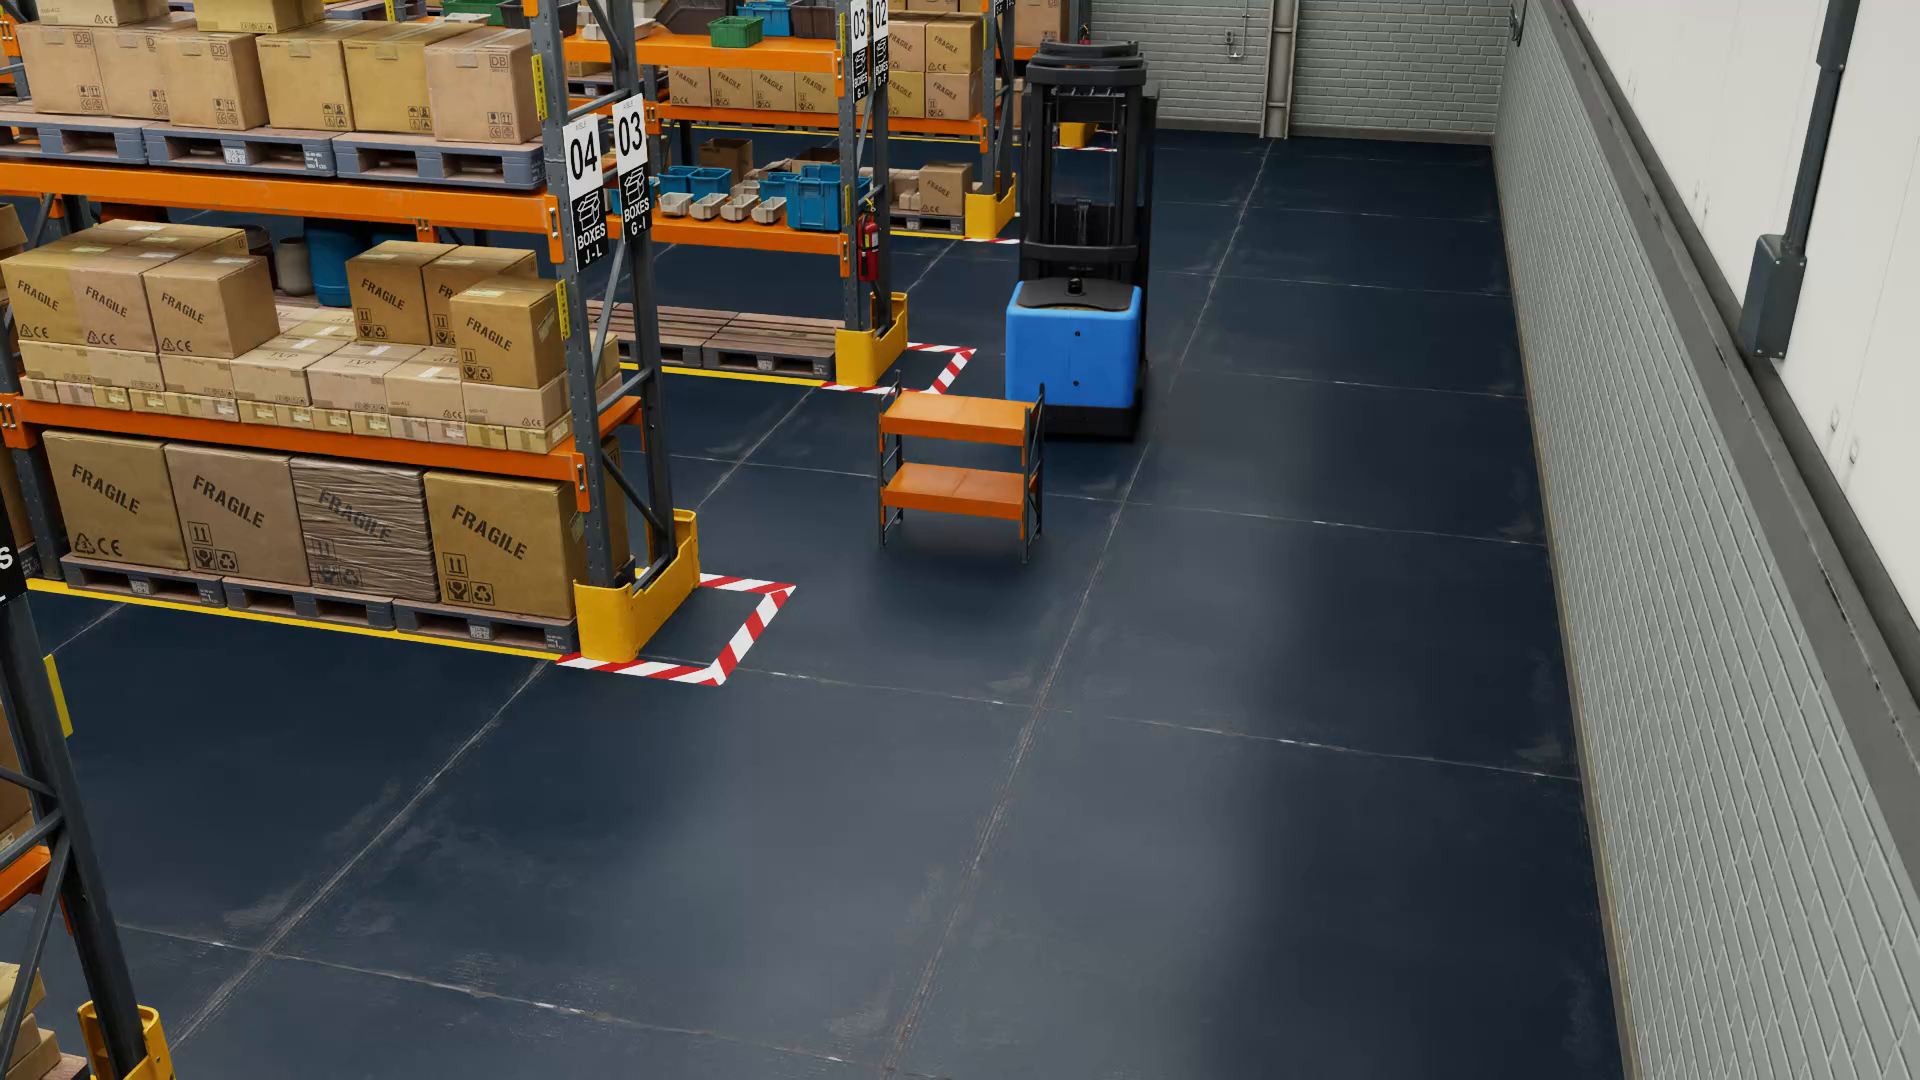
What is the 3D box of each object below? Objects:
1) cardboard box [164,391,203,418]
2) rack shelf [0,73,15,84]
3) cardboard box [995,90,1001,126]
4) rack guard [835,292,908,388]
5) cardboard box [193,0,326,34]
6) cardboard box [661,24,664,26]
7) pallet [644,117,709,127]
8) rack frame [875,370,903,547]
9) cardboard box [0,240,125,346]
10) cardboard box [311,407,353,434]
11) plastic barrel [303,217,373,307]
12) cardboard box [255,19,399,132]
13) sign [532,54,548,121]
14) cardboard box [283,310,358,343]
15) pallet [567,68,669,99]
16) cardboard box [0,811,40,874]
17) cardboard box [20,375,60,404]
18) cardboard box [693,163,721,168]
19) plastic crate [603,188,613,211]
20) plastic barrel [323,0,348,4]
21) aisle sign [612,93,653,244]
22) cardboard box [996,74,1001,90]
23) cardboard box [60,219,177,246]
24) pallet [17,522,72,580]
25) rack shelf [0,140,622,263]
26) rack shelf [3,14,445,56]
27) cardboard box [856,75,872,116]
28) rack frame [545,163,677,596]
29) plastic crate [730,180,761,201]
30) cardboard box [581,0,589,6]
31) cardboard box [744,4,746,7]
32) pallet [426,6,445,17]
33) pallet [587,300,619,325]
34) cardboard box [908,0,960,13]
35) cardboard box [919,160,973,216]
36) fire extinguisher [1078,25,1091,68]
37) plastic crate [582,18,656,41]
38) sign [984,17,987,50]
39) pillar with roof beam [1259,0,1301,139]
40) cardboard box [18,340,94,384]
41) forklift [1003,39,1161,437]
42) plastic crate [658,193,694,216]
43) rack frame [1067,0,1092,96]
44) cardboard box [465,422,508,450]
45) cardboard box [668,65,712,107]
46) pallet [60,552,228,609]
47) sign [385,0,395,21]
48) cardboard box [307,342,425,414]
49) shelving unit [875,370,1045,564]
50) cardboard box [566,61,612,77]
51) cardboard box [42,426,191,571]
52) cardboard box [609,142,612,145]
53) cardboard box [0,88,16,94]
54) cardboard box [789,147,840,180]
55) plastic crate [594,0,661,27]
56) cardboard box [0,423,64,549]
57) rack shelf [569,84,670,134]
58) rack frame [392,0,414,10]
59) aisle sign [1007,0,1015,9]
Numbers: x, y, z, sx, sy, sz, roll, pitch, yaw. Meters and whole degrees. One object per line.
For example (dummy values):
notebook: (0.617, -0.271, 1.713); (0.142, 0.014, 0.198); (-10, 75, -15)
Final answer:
cardboard box: (-4.698, -0.899, 10.322); (0.250, 0.149, 0.380); (6, 26, 12)
rack shelf: (-13.129, -6.162, 21.923); (4.000, 0.370, 1.077); (6, 26, 13)
cardboard box: (0.473, -6.199, 23.582); (0.500, 0.500, 0.700); (6, 26, 13)
rack guard: (-0.781, -1.801, 14.833); (0.348, 0.500, 1.175); (6, 26, 13)
cardboard box: (-3.994, -3.058, 9.482); (0.500, 0.250, 0.500); (5, 26, 11)
cardboard box: (-3.057, -5.746, 18.931); (0.500, 0.500, 0.500); (7, 26, 14)
pallet: (-4.165, -6.401, 24.832); (1.213, 0.211, 1.003); (6, 26, 13)
rack frame: (-0.486, -0.562, 11.503); (0.032, 1.125, 0.500); (6, 26, 13)
cardboard box: (-5.514, -1.540, 10.334); (0.500, 0.500, 0.500); (6, 26, 13)
cardboard box: (-3.708, -0.789, 10.091); (0.250, 0.149, 0.380); (6, 26, 13)
plastic barrel: (-5.889, -2.738, 15.846); (0.708, 0.901, 0.600); (6, 26, 13)
cardboard box: (-3.585, -2.678, 9.556); (0.500, 0.500, 0.700); (5, 26, 9)
sign: (-2.189, -2.359, 8.669); (0.005, 0.325, 0.100); (6, 26, 13)
cardboard box: (-3.936, -1.257, 10.611); (0.500, 0.250, 0.500); (6, 26, 12)
pallet: (-4.190, -5.461, 19.836); (1.213, 0.211, 1.003); (6, 26, 13)
cardboard box: (-3.606, 1.132, 6.057); (0.250, 0.149, 0.380); (6, 26, 13)
cardboard box: (-5.711, -1.009, 10.555); (0.250, 0.149, 0.380); (6, 26, 13)
cardboard box: (-3.091, -4.266, 19.719); (0.500, 0.311, 0.500); (6, 26, 13)
plastic crate: (-3.248, -3.088, 14.697); (0.530, 0.282, 0.437); (6, 26, 13)
plastic barrel: (-5.615, -4.997, 14.441); (0.600, 0.588, 0.600); (0, 25, 0)
aisle sign: (-1.896, -2.156, 9.646); (0.004, 0.787, 0.394); (6, 26, 13)
cardboard box: (0.540, -6.403, 23.257); (0.250, 0.149, 0.380); (7, 26, 14)
cardboard box: (-5.403, -1.760, 10.795); (0.500, 0.500, 0.500); (7, 26, 14)
pallet: (-6.681, -0.085, 11.565); (1.213, 0.211, 1.003); (6, 26, 13)
rack shelf: (-3.978, -2.108, 9.918); (4.000, 0.370, 1.077); (6, 26, 13)
rack shelf: (-6.618, -4.599, 15.149); (4.000, 0.370, 1.077); (6, 26, 13)
cardboard box: (-1.056, -5.078, 18.692); (0.500, 0.500, 0.500); (7, 26, 13)
rack frame: (-2.041, -0.865, 9.958); (0.127, 3.000, 1.000); (6, 26, 13)
plastic crate: (-1.911, -3.140, 14.974); (0.298, 0.136, 0.250); (6, 26, 13)
cardboard box: (-5.176, -7.878, 24.203); (0.500, 0.500, 0.500); (7, 26, 15)
cardboard box: (-2.393, -5.913, 19.283); (0.500, 0.500, 0.500); (6, 26, 12)
pallet: (-8.015, -8.016, 25.202); (1.213, 0.211, 1.003); (6, 26, 13)
pallet: (-3.959, -2.033, 15.657); (1.213, 0.211, 1.003); (6, 26, 13)
cardboard box: (-0.280, -7.396, 23.327); (0.700, 0.700, 0.980); (5, 26, 10)
cardboard box: (-0.158, -4.014, 18.970); (0.500, 0.500, 0.500); (6, 26, 13)
fire extinguisher: (1.692, -6.640, 22.612); (0.183, 0.674, 0.296); (6, 26, 13)
plastic crate: (-2.870, -4.280, 13.949); (0.530, 0.136, 0.437); (6, 26, 13)
sign: (0.273, -5.425, 17.822); (0.005, 0.325, 0.100); (6, 26, 13)
pillar with roof beam: (3.419, -8.039, 18.048); (0.400, 9.000, 9.100); (6, 26, 13)
cardboard box: (-5.525, -1.200, 10.492); (0.500, 0.250, 0.500); (6, 26, 12)
forklift: (1.075, -2.748, 13.993); (1.130, 2.935, 3.031); (4, 26, 8)
plastic crate: (-2.486, -2.927, 14.528); (0.250, 0.136, 0.298); (6, 26, 13)
rack frame: (1.660, -7.051, 22.953); (0.127, 3.000, 1.000); (6, 26, 13)
cardboard box: (-2.720, -0.679, 9.862); (0.250, 0.149, 0.380); (7, 26, 14)
cardboard box: (-3.018, -5.294, 19.145); (0.500, 0.500, 0.500); (7, 26, 14)
pallet: (-5.198, 0.080, 11.218); (1.213, 0.211, 1.003); (6, 26, 13)
sign: (-4.820, -4.484, 14.062); (0.005, 0.325, 0.100); (6, 26, 13)
cardboard box: (-3.560, -0.982, 10.032); (0.500, 0.250, 0.500); (5, 26, 11)
shelving unit: (0.007, -0.507, 11.388); (1.048, 1.125, 0.538); (6, 26, 13)
cardboard box: (-4.529, -5.842, 19.809); (0.500, 0.500, 0.700); (11, 27, 21)
cardboard box: (-5.295, -0.419, 11.006); (0.875, 0.875, 0.875); (6, 26, 13)
cardboard box: (-4.470, -4.477, 19.941); (0.500, 0.500, 0.500); (6, 26, 13)
cardboard box: (-12.662, -5.629, 21.803); (0.500, 0.500, 0.500); (6, 26, 13)
cardboard box: (-1.623, -4.289, 19.544); (0.637, 0.503, 0.797); (6, 26, 13)
plastic crate: (-2.877, -4.593, 14.438); (0.530, 0.282, 0.437); (6, 26, 13)
cardboard box: (-6.539, -0.583, 11.351); (0.875, 0.875, 1.225); (6, 26, 13)
rack shelf: (-5.381, -5.306, 20.124); (4.000, 0.370, 1.077); (6, 26, 13)
rack frame: (-4.681, -6.064, 13.899); (0.127, 3.000, 1.000); (6, 26, 13)
aisle sign: (0.569, -6.277, 18.303); (0.004, 0.787, 0.394); (6, 26, 13)
